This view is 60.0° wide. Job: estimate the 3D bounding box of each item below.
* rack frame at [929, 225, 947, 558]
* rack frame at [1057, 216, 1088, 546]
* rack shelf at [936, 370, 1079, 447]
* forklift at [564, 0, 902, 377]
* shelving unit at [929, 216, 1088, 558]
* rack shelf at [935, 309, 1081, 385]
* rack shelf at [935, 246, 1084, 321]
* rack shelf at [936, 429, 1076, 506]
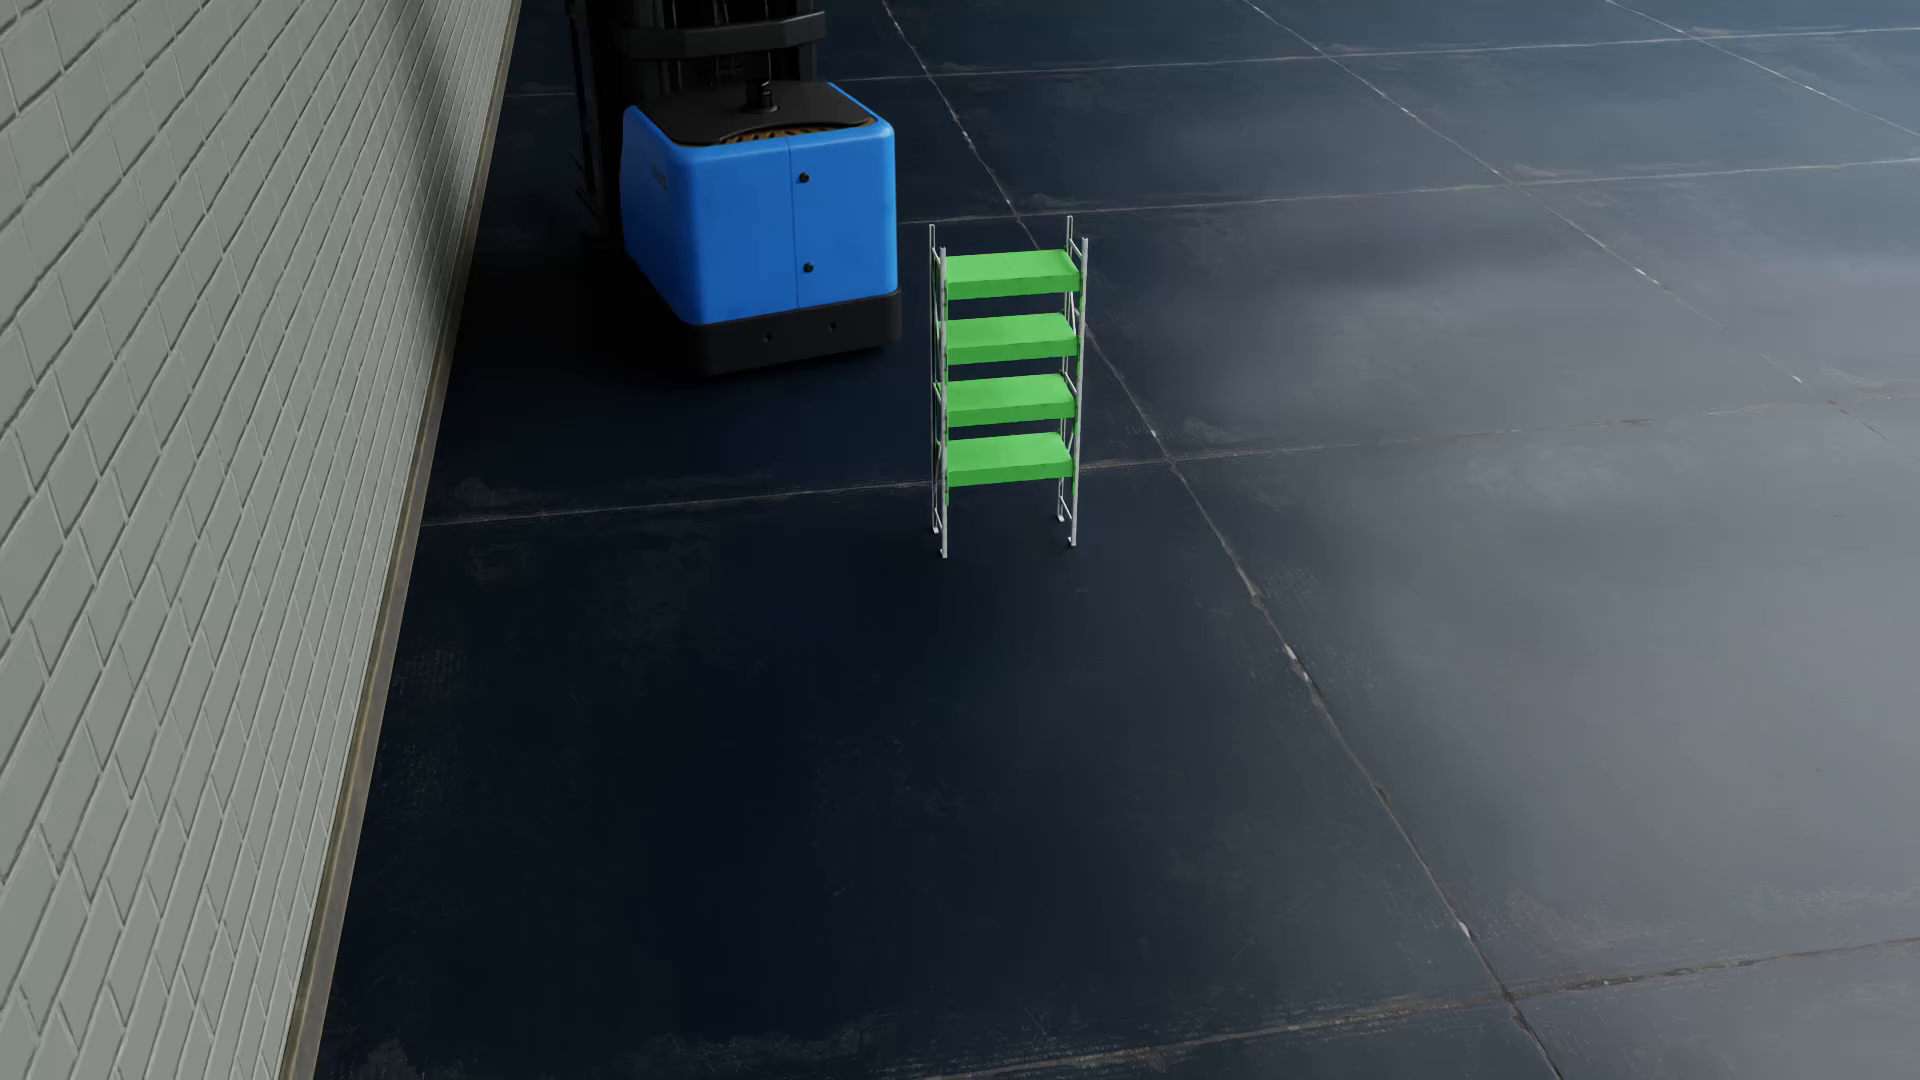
[{"bbox_3d":[-0.077,-0.510,5.934,0.015,1.200,0.240,-5,31,-9],"label":"rack frame"},{"bbox_3d":[0.403,-0.555,6.009,0.015,1.200,0.240,-5,31,-9],"label":"rack frame"},{"bbox_3d":[0.163,-0.477,6.004,0.480,0.148,0.258,-5,31,-9],"label":"rack shelf"},{"bbox_3d":[-1.336,-2.712,7.971,1.130,2.935,3.031,-13,33,-21],"label":"forklift"},{"bbox_3d":[0.163,-0.532,5.972,0.503,1.200,0.258,-5,31,-9],"label":"shelving unit"},{"bbox_3d":[0.163,-0.684,5.882,0.480,0.148,0.258,-5,31,-9],"label":"rack shelf"},{"bbox_3d":[0.163,-0.891,5.761,0.480,0.148,0.258,-5,31,-9],"label":"rack shelf"},{"bbox_3d":[0.163,-0.270,6.126,0.480,0.148,0.258,-5,31,-9],"label":"rack shelf"}]
